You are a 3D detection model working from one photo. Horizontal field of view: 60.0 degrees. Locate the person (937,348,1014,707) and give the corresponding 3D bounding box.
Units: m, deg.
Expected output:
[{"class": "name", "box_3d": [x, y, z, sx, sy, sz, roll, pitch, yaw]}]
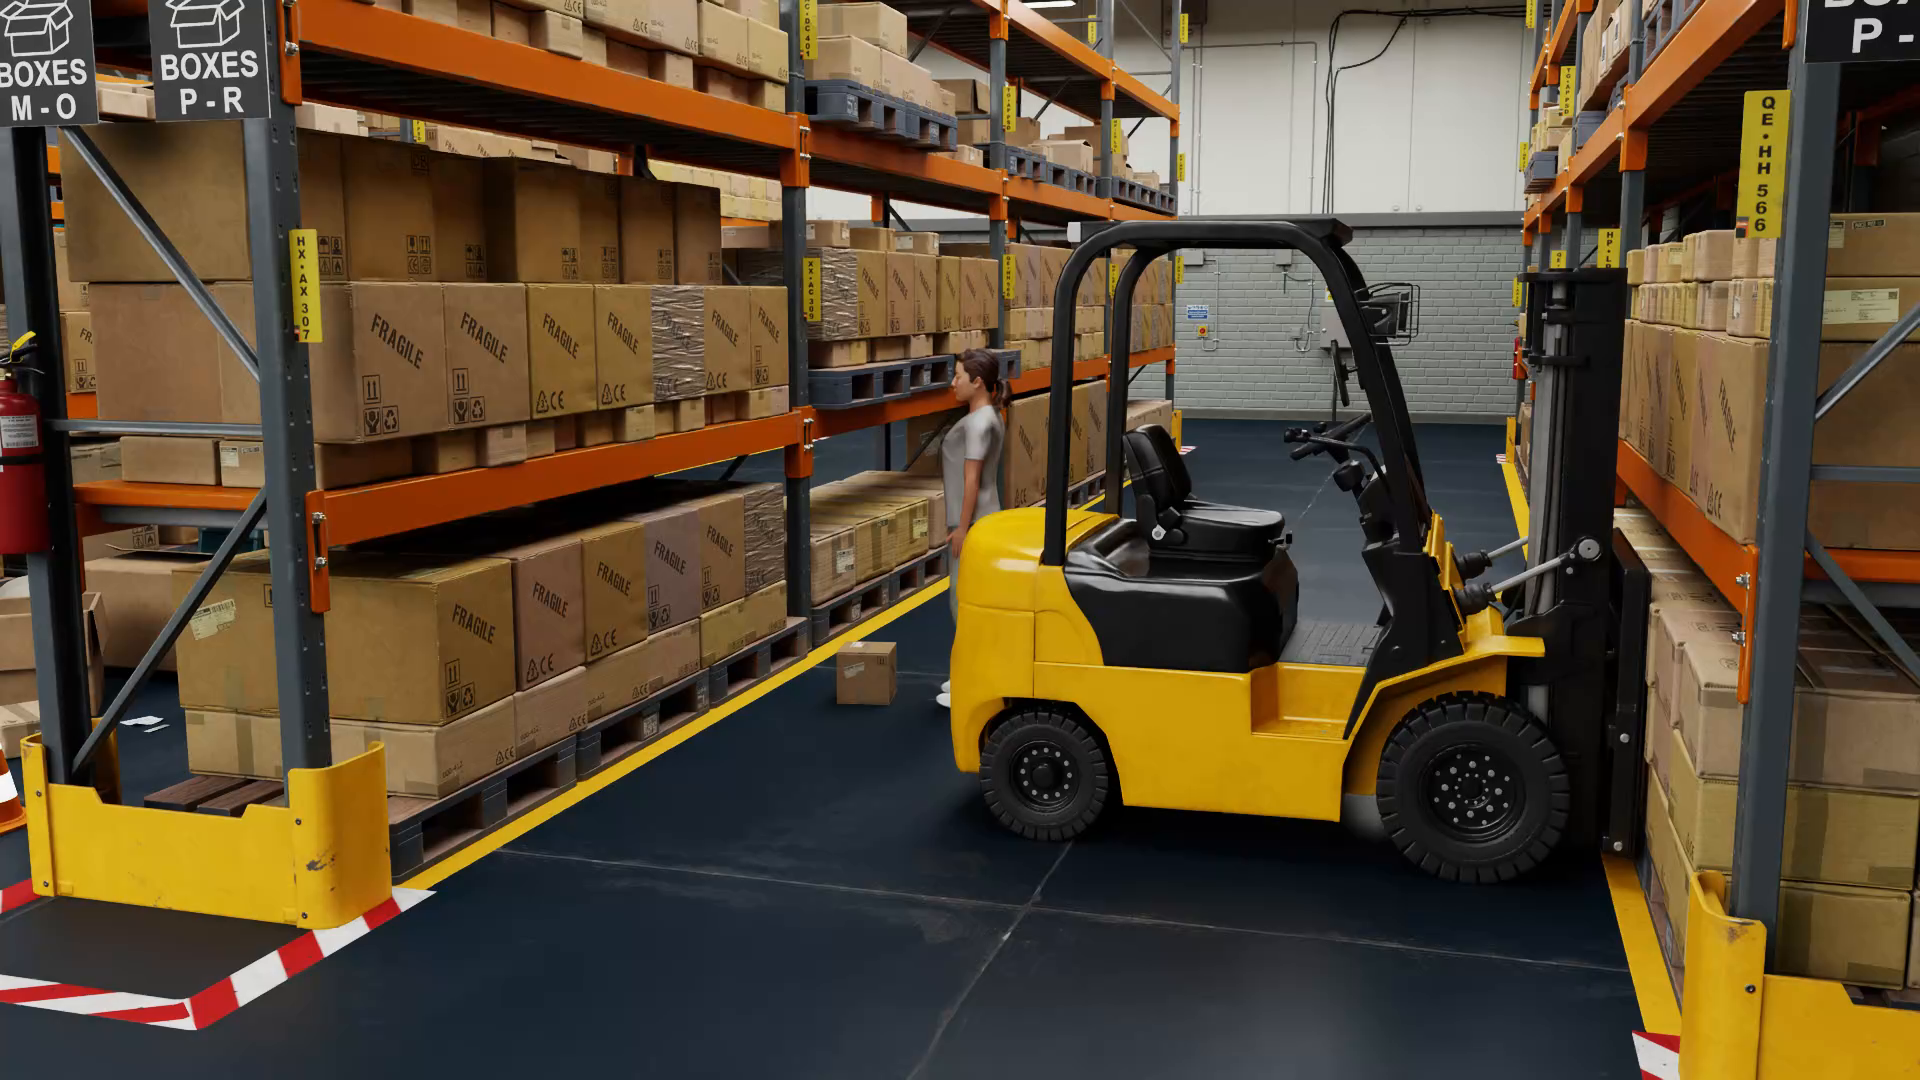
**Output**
[{"class": "person", "box_3d": [0.068, -0.057, 7.759, 0.346, 1.671, 0.439, 1, 8, 6]}]
